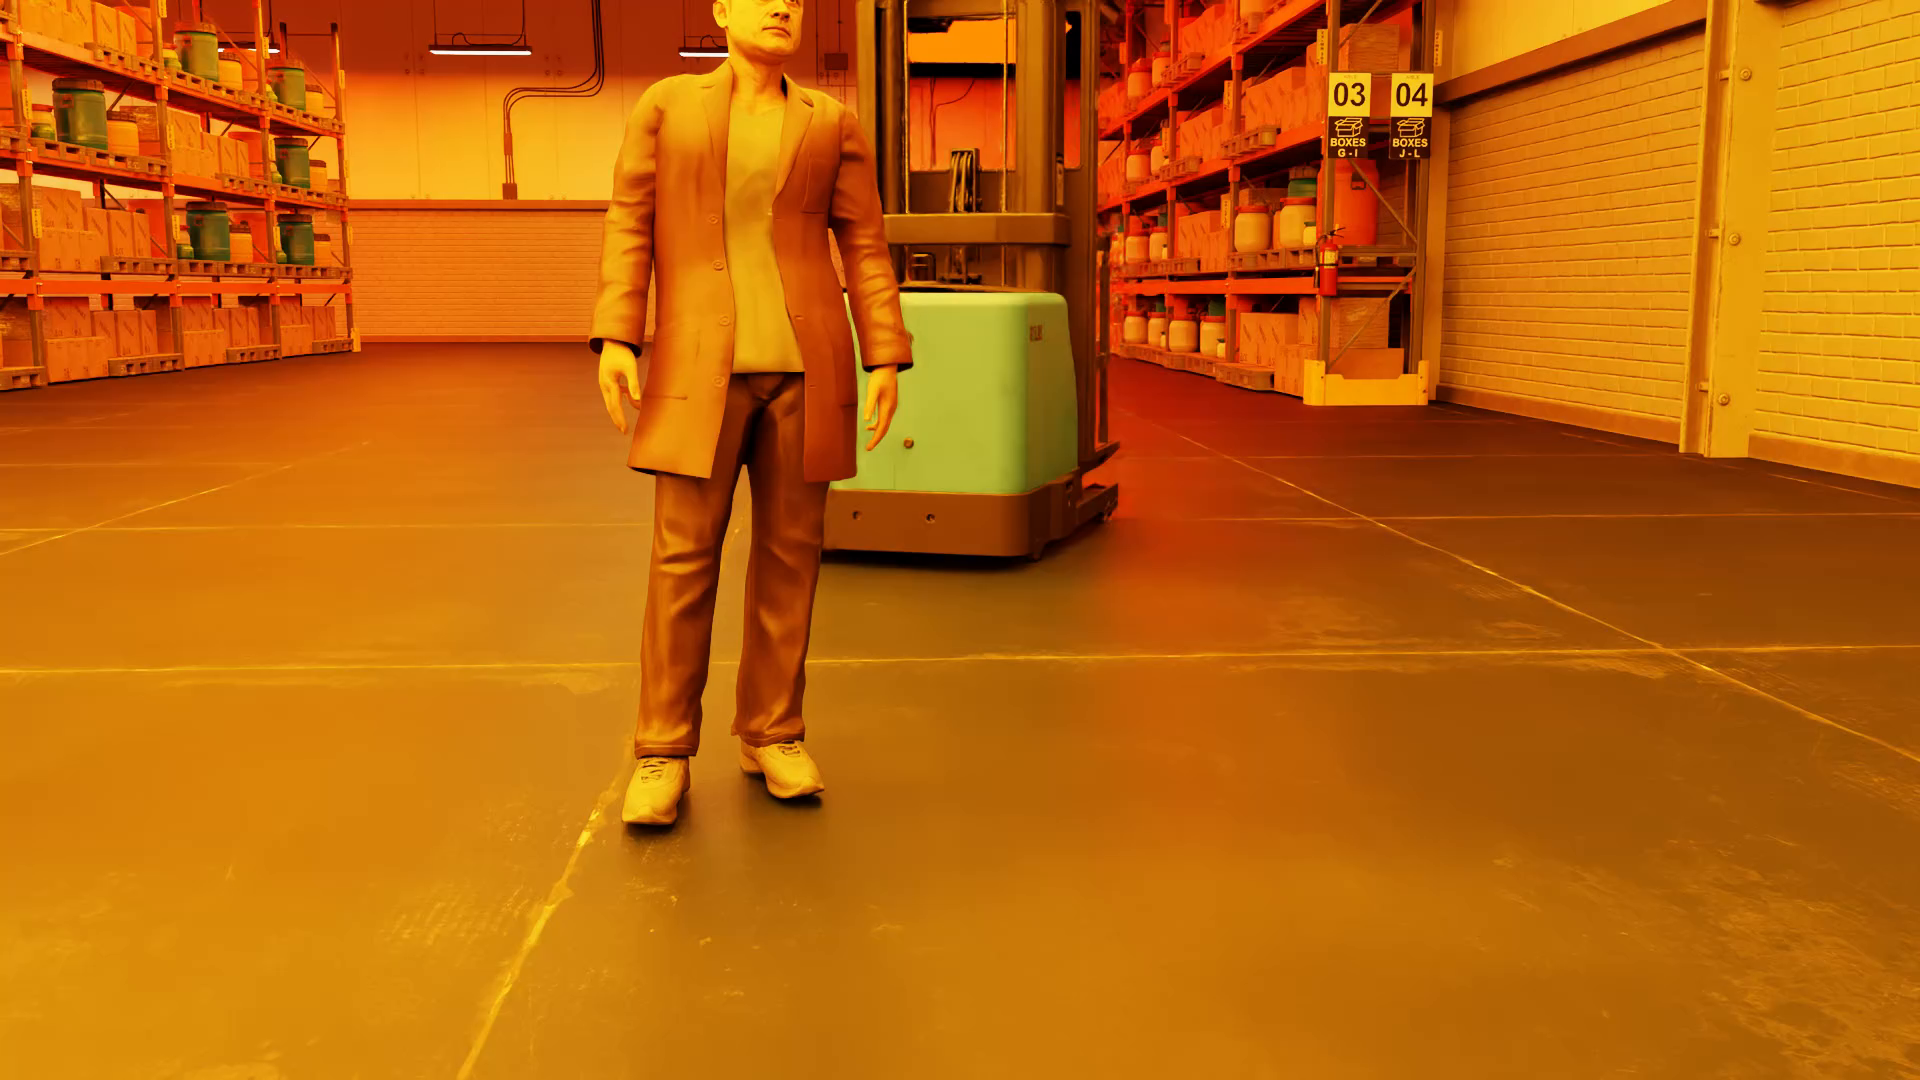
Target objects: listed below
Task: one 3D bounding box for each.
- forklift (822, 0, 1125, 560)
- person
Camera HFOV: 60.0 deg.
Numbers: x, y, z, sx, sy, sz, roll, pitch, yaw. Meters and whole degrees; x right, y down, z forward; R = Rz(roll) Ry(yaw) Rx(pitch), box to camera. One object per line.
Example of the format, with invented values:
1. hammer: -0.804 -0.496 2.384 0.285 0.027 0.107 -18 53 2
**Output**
1. forklift: 0.145 -1.546 7.743 1.130 2.935 3.031 2 9 15
2. person: -0.423 -0.342 3.506 0.697 1.776 0.582 -2 9 -15
